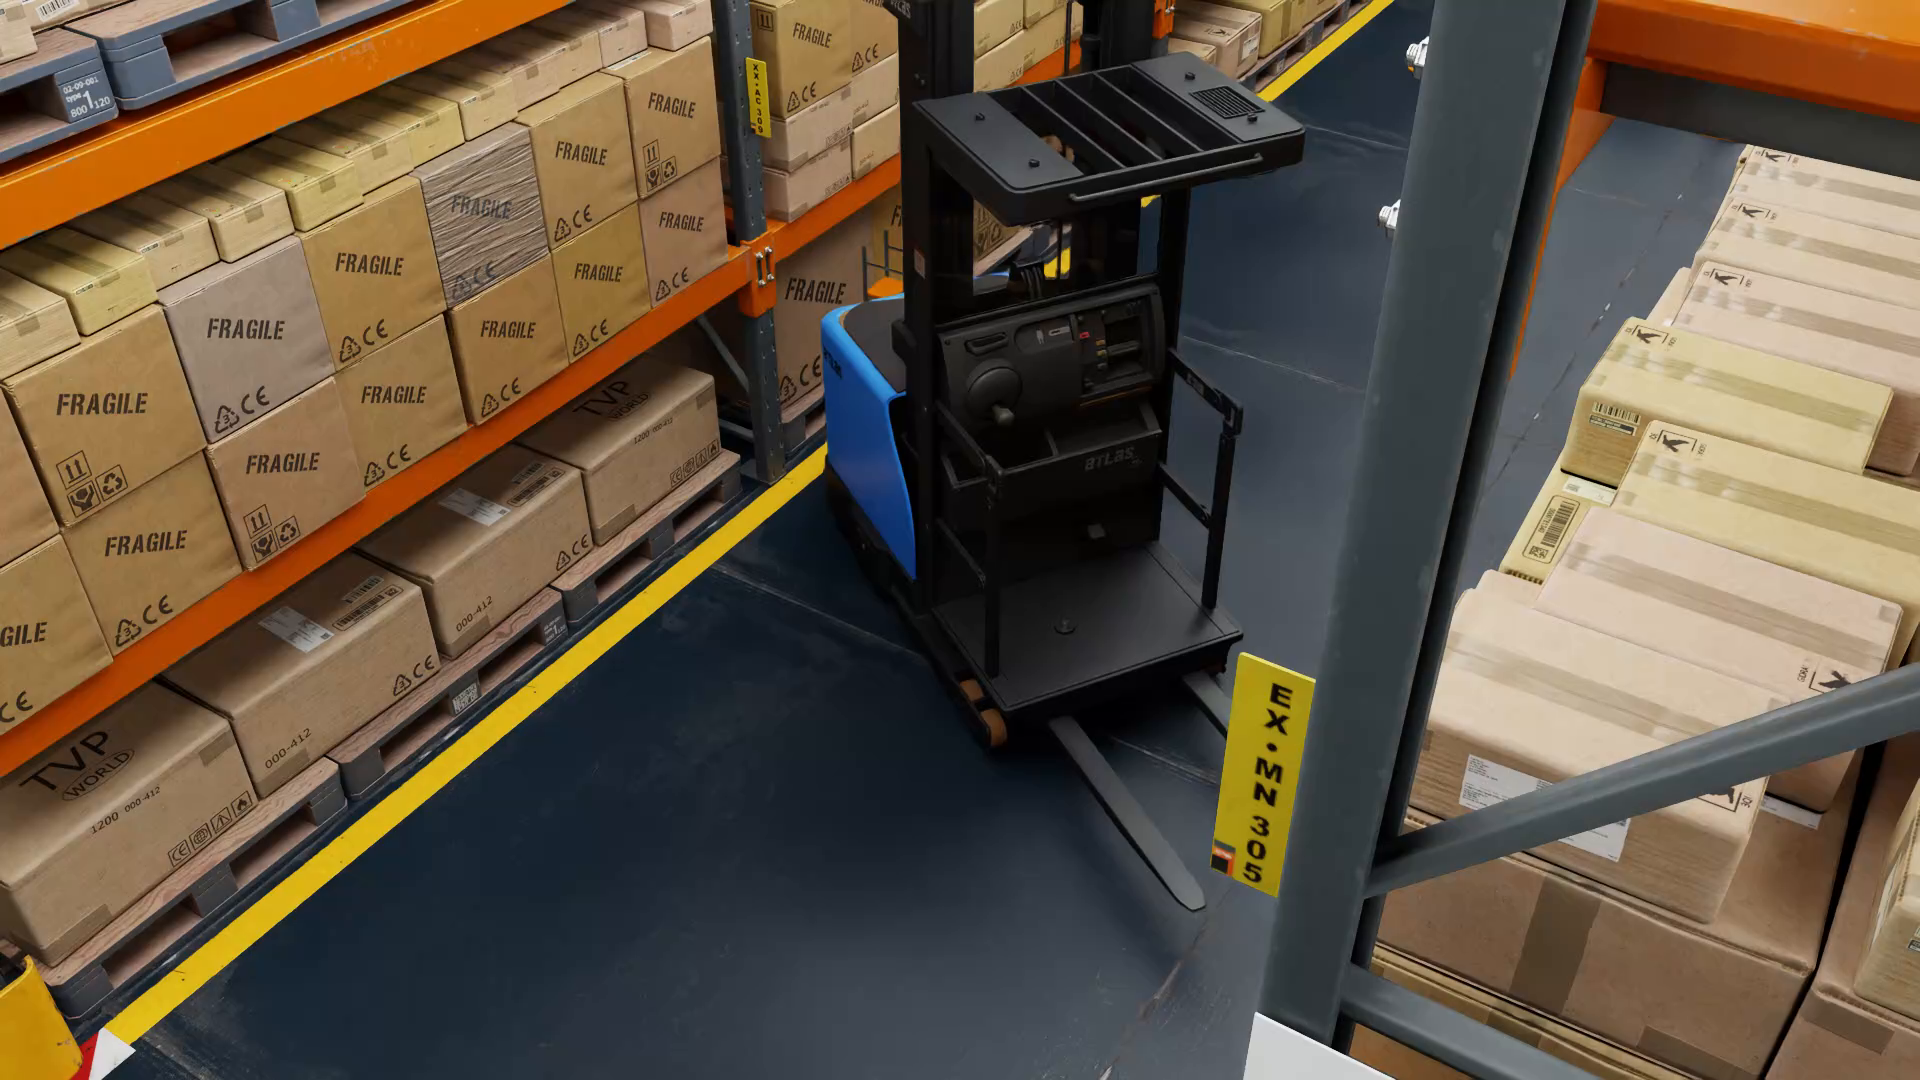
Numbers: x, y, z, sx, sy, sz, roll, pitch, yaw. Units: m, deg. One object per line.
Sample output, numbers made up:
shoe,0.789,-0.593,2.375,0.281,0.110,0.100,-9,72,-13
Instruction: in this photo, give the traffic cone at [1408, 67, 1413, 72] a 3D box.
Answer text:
traffic cone,3.498,-3.662,12.121,0.336,0.463,0.334,21,42,25

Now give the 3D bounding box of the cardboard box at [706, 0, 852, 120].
cardboard box,-0.827,-2.208,7.256,0.500,0.500,0.500,22,43,26

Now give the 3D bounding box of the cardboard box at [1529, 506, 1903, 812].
cardboard box,0.912,0.136,2.047,0.380,0.149,0.250,22,43,26

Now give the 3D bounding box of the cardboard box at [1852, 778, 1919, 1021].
cardboard box,1.151,0.413,1.687,0.380,0.149,0.250,21,42,25

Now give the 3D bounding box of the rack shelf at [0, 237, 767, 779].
rack shelf,-2.377,-0.323,6.302,1.077,0.370,4.000,21,42,25

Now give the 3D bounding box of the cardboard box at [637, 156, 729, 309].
cardboard box,-1.338,-1.356,6.970,0.500,0.500,0.500,22,43,26

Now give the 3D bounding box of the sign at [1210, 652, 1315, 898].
sign,0.328,0.259,1.775,0.100,0.325,0.005,21,42,25

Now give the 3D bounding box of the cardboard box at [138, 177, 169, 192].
cardboard box,-2.788,-1.196,5.412,0.380,0.149,0.250,22,43,26

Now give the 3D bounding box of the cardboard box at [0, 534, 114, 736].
cardboard box,-2.949,0.230,4.913,0.500,0.500,0.500,21,42,25

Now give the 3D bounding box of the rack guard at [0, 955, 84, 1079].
rack guard,-3.461,1.425,5.492,1.175,0.500,0.348,21,42,25

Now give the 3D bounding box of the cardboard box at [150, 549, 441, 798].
cardboard box,-2.696,0.424,6.498,0.875,0.438,0.875,22,43,26

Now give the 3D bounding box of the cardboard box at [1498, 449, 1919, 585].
cardboard box,1.090,0.079,2.448,0.500,0.250,0.500,20,42,24

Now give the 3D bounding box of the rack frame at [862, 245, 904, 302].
rack frame,-0.340,-0.817,7.827,0.240,1.200,0.006,20,42,24

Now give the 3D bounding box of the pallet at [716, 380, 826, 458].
pallet,-0.956,-0.957,8.819,1.003,0.211,1.213,21,42,25

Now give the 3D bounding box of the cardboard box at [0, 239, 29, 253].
cardboard box,-3.073,-0.936,5.075,0.380,0.149,0.250,22,43,26

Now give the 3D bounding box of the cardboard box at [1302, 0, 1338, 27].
cardboard box,2.319,-4.246,12.609,0.950,0.372,0.625,24,44,28

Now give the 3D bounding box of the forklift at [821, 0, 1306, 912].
forklift,0.456,-0.628,6.164,1.130,2.935,3.031,-16,40,-20

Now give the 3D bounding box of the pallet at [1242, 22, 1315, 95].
pallet,1.912,-3.626,12.280,1.003,0.211,1.213,21,42,25

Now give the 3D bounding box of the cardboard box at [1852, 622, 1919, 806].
cardboard box,1.519,0.253,2.222,0.500,0.250,0.500,21,42,25

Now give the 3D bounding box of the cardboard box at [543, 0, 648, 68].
cardboard box,-1.435,-1.968,6.414,0.380,0.149,0.250,22,43,26

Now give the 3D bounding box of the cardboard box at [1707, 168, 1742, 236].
cardboard box,1.647,-0.441,3.122,0.500,0.250,0.500,19,42,23

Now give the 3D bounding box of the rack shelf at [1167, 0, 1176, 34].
rack shelf,1.909,-4.447,11.652,1.077,0.370,4.000,21,42,25

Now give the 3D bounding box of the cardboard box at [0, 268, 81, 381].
cardboard box,-2.708,-0.617,4.661,0.380,0.149,0.250,23,43,26

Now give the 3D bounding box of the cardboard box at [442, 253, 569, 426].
cardboard box,-1.866,-0.825,6.282,0.500,0.500,0.500,21,42,24

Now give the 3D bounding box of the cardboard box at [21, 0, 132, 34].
cardboard box,-2.604,-1.691,4.677,0.500,0.311,0.500,22,43,26

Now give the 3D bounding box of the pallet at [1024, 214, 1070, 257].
pallet,0.352,-2.215,10.451,1.003,0.211,1.213,21,42,25

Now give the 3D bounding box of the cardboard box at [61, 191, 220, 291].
cardboard box,-2.486,-0.911,5.043,0.380,0.149,0.250,22,43,26

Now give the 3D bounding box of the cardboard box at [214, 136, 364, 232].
cardboard box,-2.158,-1.148,5.350,0.380,0.149,0.250,20,42,24

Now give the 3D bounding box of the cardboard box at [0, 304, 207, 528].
cardboard box,-2.680,-0.436,4.957,0.500,0.500,0.500,20,42,24

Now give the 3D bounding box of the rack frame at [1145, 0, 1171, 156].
rack frame,0.838,-3.701,10.094,1.000,3.000,0.127,21,42,25

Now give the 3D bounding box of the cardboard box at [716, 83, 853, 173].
cardboard box,-0.832,-1.912,7.487,0.500,0.250,0.500,20,42,24

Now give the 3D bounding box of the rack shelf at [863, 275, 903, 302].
rack shelf,-0.293,-1.115,7.697,0.258,0.103,0.180,20,42,24

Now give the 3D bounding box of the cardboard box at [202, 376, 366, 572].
cardboard box,-2.414,-0.297,5.596,0.500,0.500,0.500,21,42,25

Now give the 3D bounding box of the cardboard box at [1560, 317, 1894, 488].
cardboard box,1.117,-0.161,2.432,0.380,0.149,0.250,22,43,26

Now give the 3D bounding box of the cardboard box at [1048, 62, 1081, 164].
cardboard box,0.397,-2.697,10.188,0.875,0.875,0.875,21,42,25

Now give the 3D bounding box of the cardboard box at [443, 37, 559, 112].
cardboard box,-1.697,-1.707,6.075,0.380,0.149,0.250,21,42,25

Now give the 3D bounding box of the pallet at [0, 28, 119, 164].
pallet,-3.060,-1.116,4.356,1.003,0.211,1.213,21,42,25

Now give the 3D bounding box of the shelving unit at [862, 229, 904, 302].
shelving unit,-0.293,-0.865,7.890,0.258,1.200,0.189,20,42,24

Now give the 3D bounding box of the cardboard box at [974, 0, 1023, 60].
cardboard box,-0.014,-2.703,8.513,0.500,0.250,0.500,20,42,24

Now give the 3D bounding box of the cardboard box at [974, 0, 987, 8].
cardboard box,-0.035,-3.005,8.291,0.500,0.500,0.500,20,42,24

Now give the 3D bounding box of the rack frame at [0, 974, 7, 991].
rack frame,-3.448,0.423,4.745,1.000,3.000,0.127,21,42,25

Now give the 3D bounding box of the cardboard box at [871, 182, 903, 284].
cardboard box,-0.563,-1.778,8.996,0.875,0.875,0.875,22,43,26

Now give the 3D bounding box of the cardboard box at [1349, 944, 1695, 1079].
cardboard box,0.806,0.540,2.258,0.500,0.250,0.500,20,42,24

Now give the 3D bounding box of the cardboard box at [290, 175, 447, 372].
cardboard box,-2.144,-0.961,5.639,0.500,0.500,0.500,21,42,25

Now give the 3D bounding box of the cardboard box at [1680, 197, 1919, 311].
cardboard box,1.428,-0.412,2.757,0.380,0.149,0.250,22,43,26

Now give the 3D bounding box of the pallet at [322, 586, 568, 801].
pallet,-2.432,0.463,6.976,1.003,0.211,1.213,21,42,25

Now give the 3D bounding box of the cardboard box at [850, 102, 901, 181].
cardboard box,-0.571,-1.988,7.994,0.500,0.250,0.500,20,42,24

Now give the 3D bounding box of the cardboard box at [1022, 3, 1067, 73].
cardboard box,0.242,-2.773,9.014,0.500,0.250,0.500,21,42,25

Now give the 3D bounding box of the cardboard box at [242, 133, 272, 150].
cardboard box,-2.526,-1.475,5.774,0.380,0.149,0.250,21,42,25

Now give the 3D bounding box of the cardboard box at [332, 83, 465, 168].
cardboard box,-1.940,-1.430,5.717,0.380,0.149,0.250,20,42,24

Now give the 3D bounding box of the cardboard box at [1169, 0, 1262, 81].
cardboard box,1.537,-3.498,11.639,0.950,0.372,0.625,20,42,24

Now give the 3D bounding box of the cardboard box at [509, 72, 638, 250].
cardboard box,-1.604,-1.482,6.315,0.500,0.500,0.500,21,42,24

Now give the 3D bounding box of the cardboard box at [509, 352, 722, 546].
cardboard box,-1.732,-0.502,7.699,0.875,0.438,0.875,21,42,24
